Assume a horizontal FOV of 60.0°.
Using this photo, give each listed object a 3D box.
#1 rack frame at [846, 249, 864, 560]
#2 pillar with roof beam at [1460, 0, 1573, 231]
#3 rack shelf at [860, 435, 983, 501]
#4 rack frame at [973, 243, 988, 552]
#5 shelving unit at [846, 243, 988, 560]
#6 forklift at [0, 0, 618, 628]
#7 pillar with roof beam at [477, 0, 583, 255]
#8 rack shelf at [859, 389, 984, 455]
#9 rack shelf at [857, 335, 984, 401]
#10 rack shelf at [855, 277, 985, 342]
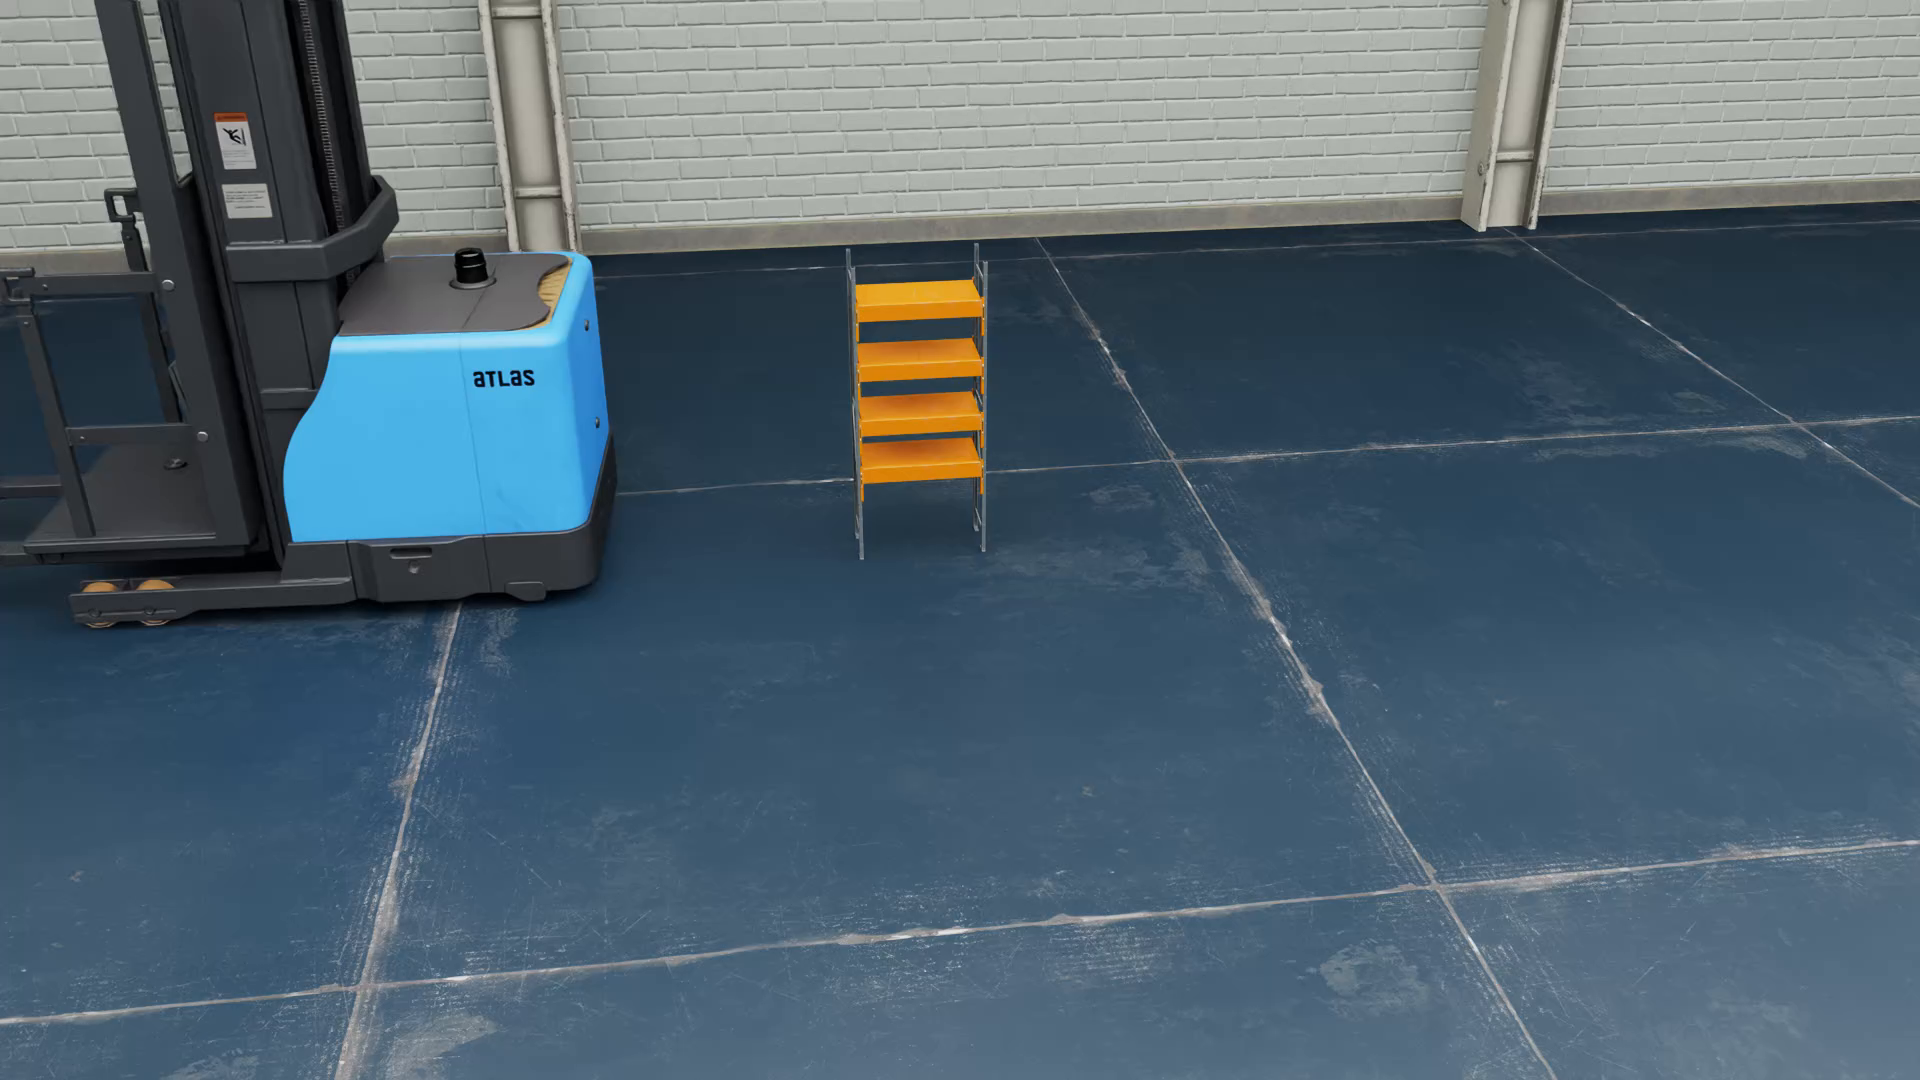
[{"bbox_3d":[-0.406,-0.508,6.425,0.015,1.200,0.240,-4,27,-7],"label":"rack frame"},{"bbox_3d":[4.067,-4.102,4.887,0.400,9.000,9.100,-4,27,-7],"label":"pillar with roof beam"},{"bbox_3d":[-0.164,-0.287,6.577,0.480,0.148,0.258,-4,27,-7],"label":"rack shelf"},{"bbox_3d":[0.078,-0.539,6.486,0.015,1.200,0.240,-4,27,-7],"label":"rack frame"},{"bbox_3d":[-0.164,-0.523,6.456,0.503,1.200,0.258,-4,27,-7],"label":"shelving unit"},{"bbox_3d":[-2.926,-1.233,5.942,3.031,2.935,1.130,-2,27,-5],"label":"forklift"},{"bbox_3d":[-1.875,-3.720,4.144,0.400,9.000,9.100,-4,27,-7],"label":"pillar with roof beam"},{"bbox_3d":[-0.164,-0.463,6.486,0.480,0.148,0.258,-4,27,-7],"label":"rack shelf"},{"bbox_3d":[-0.164,-0.662,6.384,0.480,0.148,0.258,-4,27,-7],"label":"rack shelf"},{"bbox_3d":[-0.164,-0.873,6.276,0.480,0.148,0.258,-4,27,-7],"label":"rack shelf"}]
